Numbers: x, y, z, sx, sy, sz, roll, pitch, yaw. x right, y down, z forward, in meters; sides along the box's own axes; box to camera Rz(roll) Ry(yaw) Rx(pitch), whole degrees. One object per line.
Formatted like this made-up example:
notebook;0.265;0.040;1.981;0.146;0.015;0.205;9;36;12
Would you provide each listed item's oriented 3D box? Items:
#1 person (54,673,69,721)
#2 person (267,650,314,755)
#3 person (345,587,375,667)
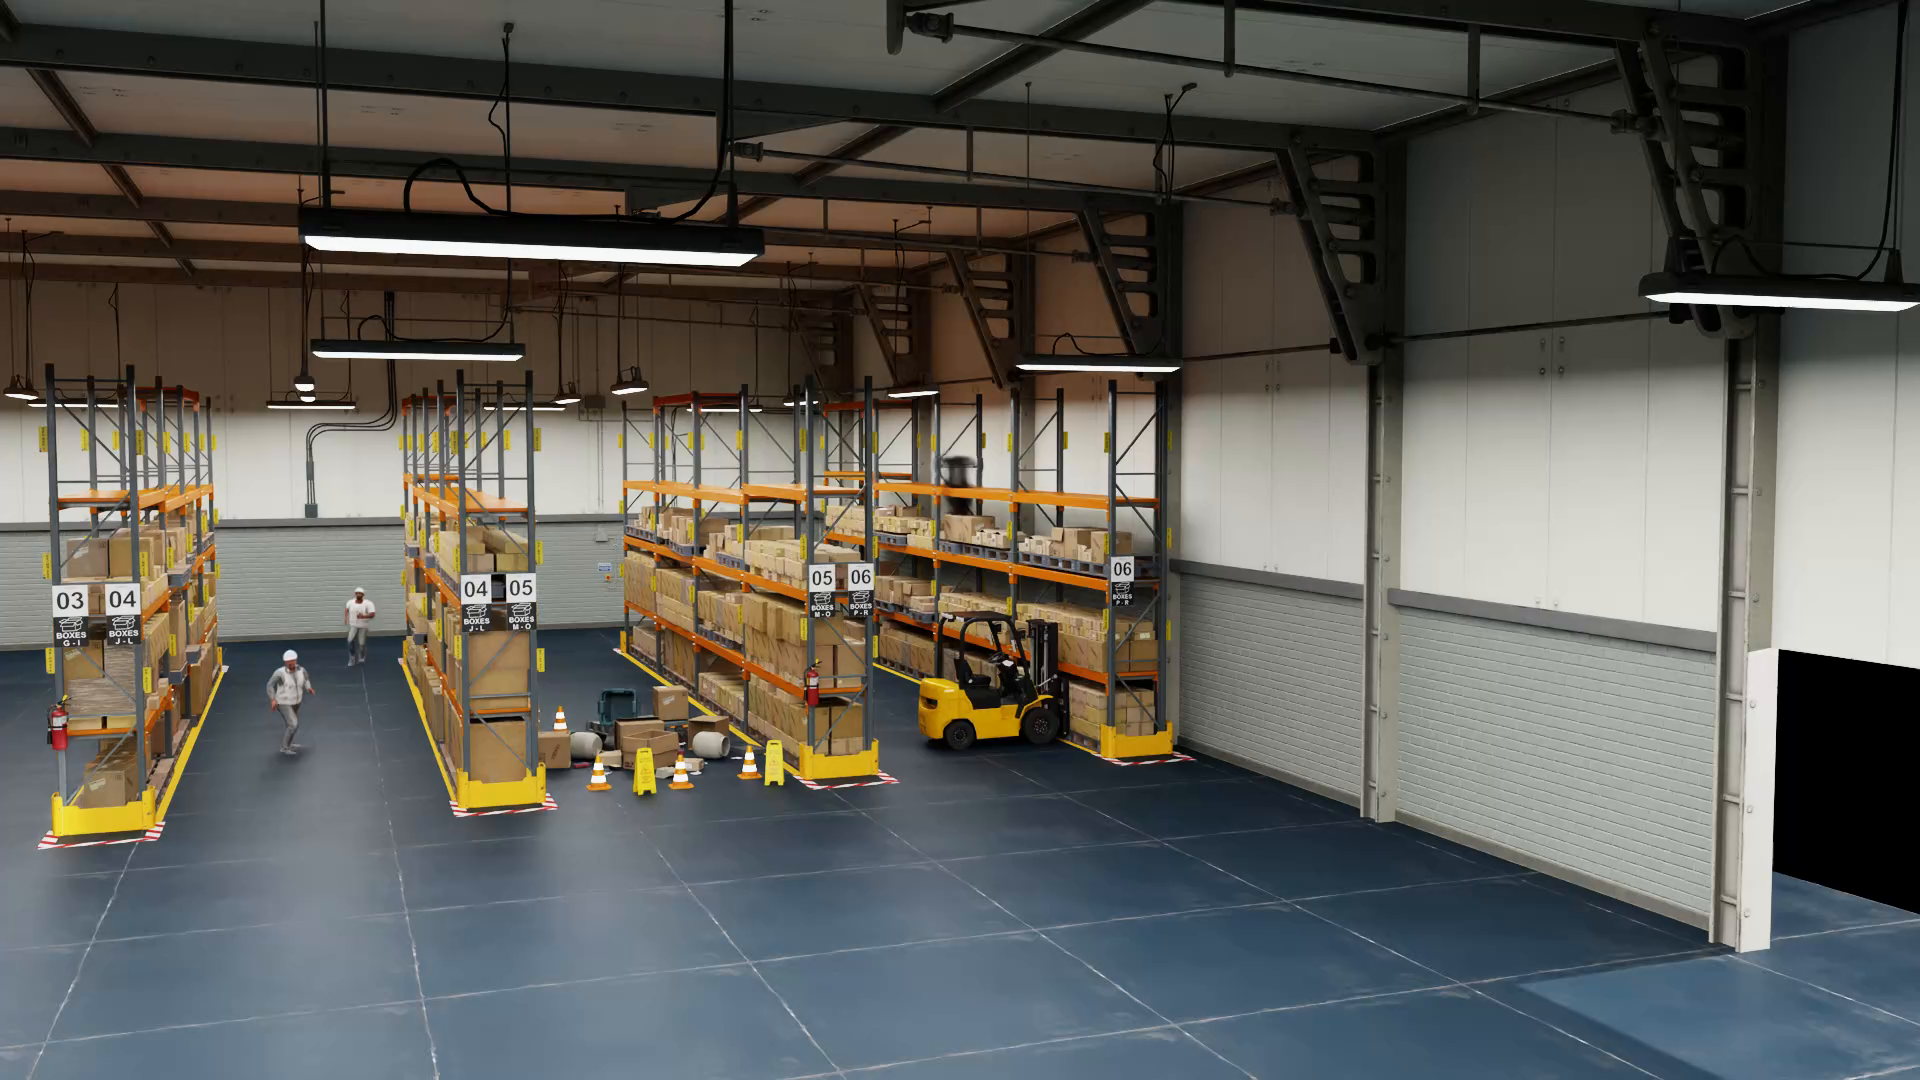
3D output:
person;-16.034;2.470;29.879;0.625;1.563;0.844;-3;4;-39
person;-10.746;2.618;26.779;0.840;1.739;0.657;1;4;20
person;-13.473;1.953;37.291;0.711;1.788;0.676;0;3;-6
